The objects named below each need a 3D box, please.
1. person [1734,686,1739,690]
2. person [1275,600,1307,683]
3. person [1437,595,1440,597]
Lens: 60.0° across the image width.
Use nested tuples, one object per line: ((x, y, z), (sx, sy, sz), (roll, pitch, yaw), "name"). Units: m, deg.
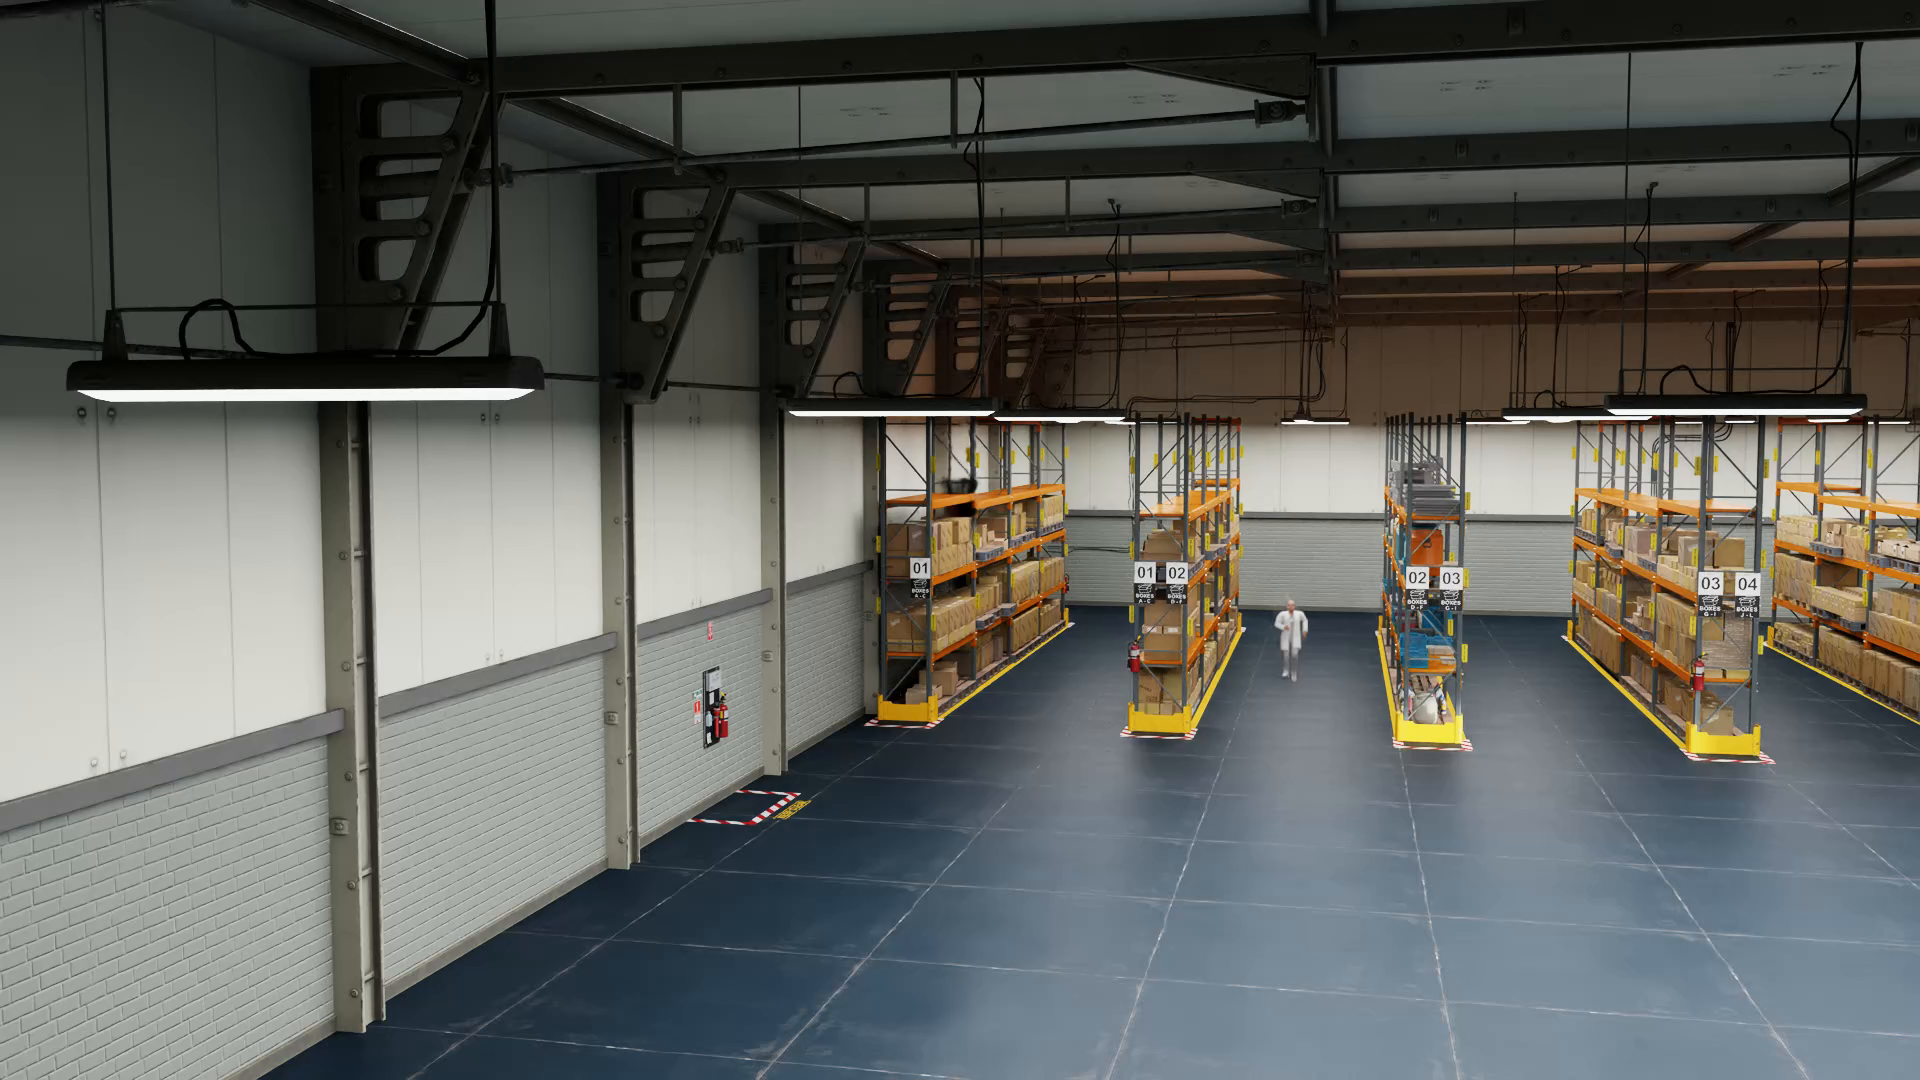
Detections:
((16.914, 2.468, 36.368), (0.514, 1.628, 0.653), (1, 4, 11), "person")
((7.516, 2.281, 37.766), (0.738, 1.845, 0.892), (1, 4, 9), "person")
((13.380, 1.803, 46.248), (0.528, 1.590, 0.663), (4, 5, 44), "person")
